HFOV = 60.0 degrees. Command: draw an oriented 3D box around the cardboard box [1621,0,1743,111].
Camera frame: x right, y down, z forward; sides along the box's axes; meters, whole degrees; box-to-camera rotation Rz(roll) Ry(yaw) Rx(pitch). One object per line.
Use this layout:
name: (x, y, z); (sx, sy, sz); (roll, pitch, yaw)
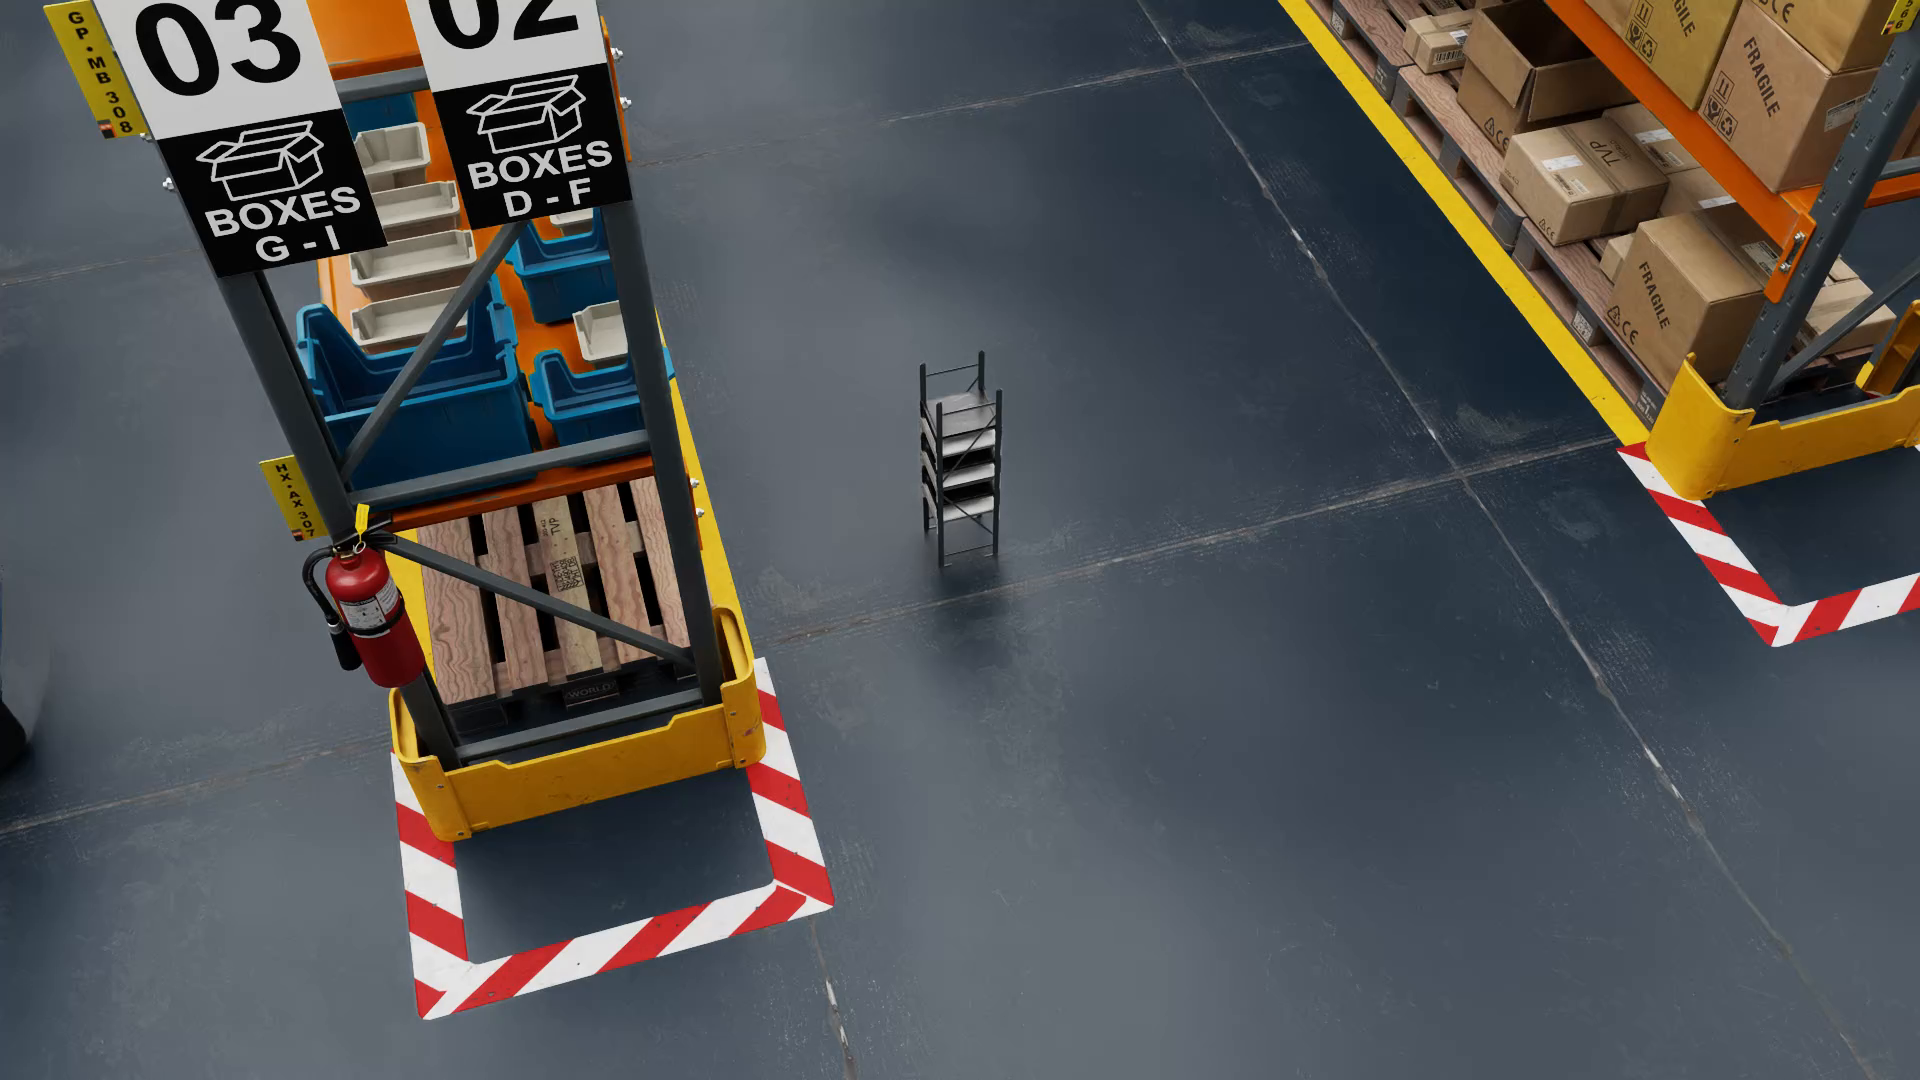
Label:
cardboard box: (2.884, -1.989, 6.189); (0.500, 0.500, 0.500); (-13, 51, -11)

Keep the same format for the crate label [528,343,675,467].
crate label: (-1.059, -0.416, 4.999); (0.416, 0.233, 0.303); (-13, 51, -11)

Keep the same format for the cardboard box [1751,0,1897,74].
cardboard box: (3.038, -1.930, 5.486); (0.500, 0.500, 0.500); (-14, 51, -11)

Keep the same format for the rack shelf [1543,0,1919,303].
rack shelf: (2.841, -2.542, 7.191); (1.077, 0.370, 4.000); (-13, 51, -11)

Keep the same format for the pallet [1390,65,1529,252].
pallet: (2.816, -1.941, 8.038); (1.003, 0.211, 1.213); (-13, 51, -11)

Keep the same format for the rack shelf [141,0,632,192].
rack shelf: (-1.892, -2.391, 5.102); (1.077, 0.370, 4.000); (-13, 51, -11)

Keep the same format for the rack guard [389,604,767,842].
rack guard: (-1.281, 0.625, 5.686); (1.175, 0.500, 0.348); (-13, 51, -11)

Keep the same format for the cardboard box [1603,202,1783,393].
cardboard box: (3.037, -0.991, 6.760); (0.500, 0.500, 0.500); (-13, 51, -11)

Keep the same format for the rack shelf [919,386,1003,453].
rack shelf: (0.002, -0.437, 6.010); (0.258, 0.077, 0.200); (-13, 51, -11)

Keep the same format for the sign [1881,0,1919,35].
sign: (2.897, -1.677, 5.028); (0.100, 0.325, 0.005); (-13, 51, -11)

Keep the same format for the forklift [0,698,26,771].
forklift: (-4.806, -0.475, 5.023); (3.031, 2.935, 1.130); (26, 54, 20)

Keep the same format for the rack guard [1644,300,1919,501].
rack guard: (3.410, -0.563, 6.687); (1.175, 0.500, 0.348); (-13, 51, -11)

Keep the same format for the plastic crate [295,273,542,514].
plastic crate: (-1.578, -0.429, 4.877); (0.616, 0.435, 0.499); (-13, 51, -11)

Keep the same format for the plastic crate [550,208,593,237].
plastic crate: (-1.275, -1.133, 5.666); (0.250, 0.136, 0.298); (-13, 51, -11)

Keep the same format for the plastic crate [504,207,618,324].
plastic crate: (-1.253, -0.897, 5.404); (0.416, 0.233, 0.300); (-13, 51, -11)

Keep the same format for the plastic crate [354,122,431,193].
plastic crate: (-1.997, -1.310, 5.815); (0.298, 0.136, 0.250); (-13, 51, -11)

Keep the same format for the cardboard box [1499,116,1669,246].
cardboard box: (2.784, -1.611, 7.446); (0.500, 0.250, 0.500); (-13, 51, -11)

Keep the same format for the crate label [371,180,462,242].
crate label: (-1.892, -1.098, 5.636); (0.396, 0.136, 0.243); (-13, 51, -11)

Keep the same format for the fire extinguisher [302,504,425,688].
fire extinguisher: (-1.690, 0.162, 4.735); (0.296, 0.674, 0.183); (-13, 51, -11)

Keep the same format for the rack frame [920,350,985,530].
rack frame: (-0.028, -0.358, 6.253); (0.240, 0.900, 0.006); (-13, 51, -11)

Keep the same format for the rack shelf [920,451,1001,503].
rack shelf: (0.002, -0.263, 6.216); (0.258, 0.077, 0.200); (-13, 51, -11)

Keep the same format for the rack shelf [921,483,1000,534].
rack shelf: (0.002, -0.147, 6.354); (0.258, 0.077, 0.200); (-13, 51, -11)

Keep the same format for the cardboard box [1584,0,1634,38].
cardboard box: (2.741, -2.355, 6.497); (0.500, 0.500, 0.500); (-13, 51, -11)

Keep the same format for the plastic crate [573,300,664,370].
plastic crate: (-1.074, -0.638, 5.249); (0.250, 0.136, 0.298); (-13, 51, -11)

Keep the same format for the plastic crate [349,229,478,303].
plastic crate: (-1.786, -0.900, 5.469); (0.396, 0.136, 0.243); (-13, 51, -11)

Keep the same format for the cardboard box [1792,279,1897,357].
cardboard box: (3.637, -0.919, 6.930); (0.380, 0.149, 0.250); (-13, 51, -11)

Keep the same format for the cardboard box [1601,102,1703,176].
cardboard box: (3.247, -1.760, 7.572); (0.500, 0.250, 0.500); (-13, 51, -11)

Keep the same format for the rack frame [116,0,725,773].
rack frame: (-1.300, -0.196, 4.743); (1.000, 3.000, 0.127); (-13, 51, -11)

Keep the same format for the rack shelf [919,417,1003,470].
rack shelf: (0.002, -0.379, 6.078); (0.258, 0.077, 0.200); (-13, 51, -11)

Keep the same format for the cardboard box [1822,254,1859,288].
cardboard box: (3.563, -1.108, 7.077); (0.380, 0.166, 0.250); (-13, 51, -11)

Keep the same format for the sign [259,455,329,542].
sign: (-1.821, -0.112, 4.566); (0.100, 0.325, 0.005); (-13, 51, -11)

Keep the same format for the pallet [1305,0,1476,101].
pallet: (2.452, -2.834, 8.791); (1.003, 0.211, 1.213); (-13, 51, -11)

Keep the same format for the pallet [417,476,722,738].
pallet: (-1.507, 0.092, 6.324); (1.003, 0.211, 1.213); (-13, 51, -11)

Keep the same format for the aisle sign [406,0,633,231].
aisle sign: (-0.995, -1.048, 3.761); (0.394, 0.787, 0.004); (-13, 51, -11)

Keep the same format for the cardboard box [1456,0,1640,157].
cardboard box: (2.810, -2.201, 7.778); (0.797, 0.503, 0.637); (-13, 51, -11)

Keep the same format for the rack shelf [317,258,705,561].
rack shelf: (-1.892, -1.425, 6.249); (1.077, 0.370, 4.000); (-13, 51, -11)

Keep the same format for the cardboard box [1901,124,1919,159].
cardboard box: (3.553, -1.729, 5.970); (0.500, 0.500, 0.500); (-12, 51, -10)

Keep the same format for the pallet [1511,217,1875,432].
pallet: (3.174, -1.052, 7.288); (1.003, 0.211, 1.213); (-13, 51, -11)

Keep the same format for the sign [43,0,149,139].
sign: (-1.821, -0.993, 3.521); (0.100, 0.325, 0.005); (-13, 51, -11)

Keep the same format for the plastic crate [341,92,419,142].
plastic crate: (-2.152, -1.603, 6.000); (0.416, 0.233, 0.300); (-13, 51, -11)

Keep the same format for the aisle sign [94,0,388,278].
aisle sign: (-1.559, -0.915, 3.649); (0.394, 0.787, 0.004); (-13, 51, -11)

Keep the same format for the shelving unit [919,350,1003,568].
shelving unit: (0.002, -0.284, 6.191); (0.258, 0.900, 0.210); (-13, 51, -11)

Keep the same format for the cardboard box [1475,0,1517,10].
cardboard box: (2.911, -2.610, 8.249); (0.500, 0.311, 0.500); (-13, 51, -11)

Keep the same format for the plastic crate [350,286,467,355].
plastic crate: (-1.714, -0.685, 5.288); (0.396, 0.136, 0.243); (-13, 51, -11)

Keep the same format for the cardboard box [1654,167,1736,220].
cardboard box: (3.395, -1.395, 7.264); (0.500, 0.250, 0.500); (-13, 51, -11)

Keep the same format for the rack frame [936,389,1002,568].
rack frame: (0.032, -0.210, 6.128); (0.240, 0.900, 0.006); (-13, 51, -11)

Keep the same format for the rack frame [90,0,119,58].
rack frame: (-1.300, -2.129, 2.449); (1.000, 3.000, 0.127); (-13, 51, -11)

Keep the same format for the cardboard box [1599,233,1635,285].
cardboard box: (3.003, -1.199, 7.154); (0.380, 0.166, 0.250); (-13, 51, -11)

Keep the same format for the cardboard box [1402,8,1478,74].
cardboard box: (2.433, -2.478, 8.232); (0.380, 0.166, 0.250); (-13, 51, -11)

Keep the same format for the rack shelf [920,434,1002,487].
rack shelf: (0.002, -0.321, 6.147); (0.258, 0.077, 0.200); (-13, 51, -11)

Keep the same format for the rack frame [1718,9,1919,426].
rack frame: (3.433, -1.313, 5.685); (1.000, 3.000, 0.127); (-13, 51, -11)

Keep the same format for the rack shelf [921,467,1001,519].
rack shelf: (0.002, -0.205, 6.285); (0.258, 0.077, 0.200); (-13, 51, -11)
